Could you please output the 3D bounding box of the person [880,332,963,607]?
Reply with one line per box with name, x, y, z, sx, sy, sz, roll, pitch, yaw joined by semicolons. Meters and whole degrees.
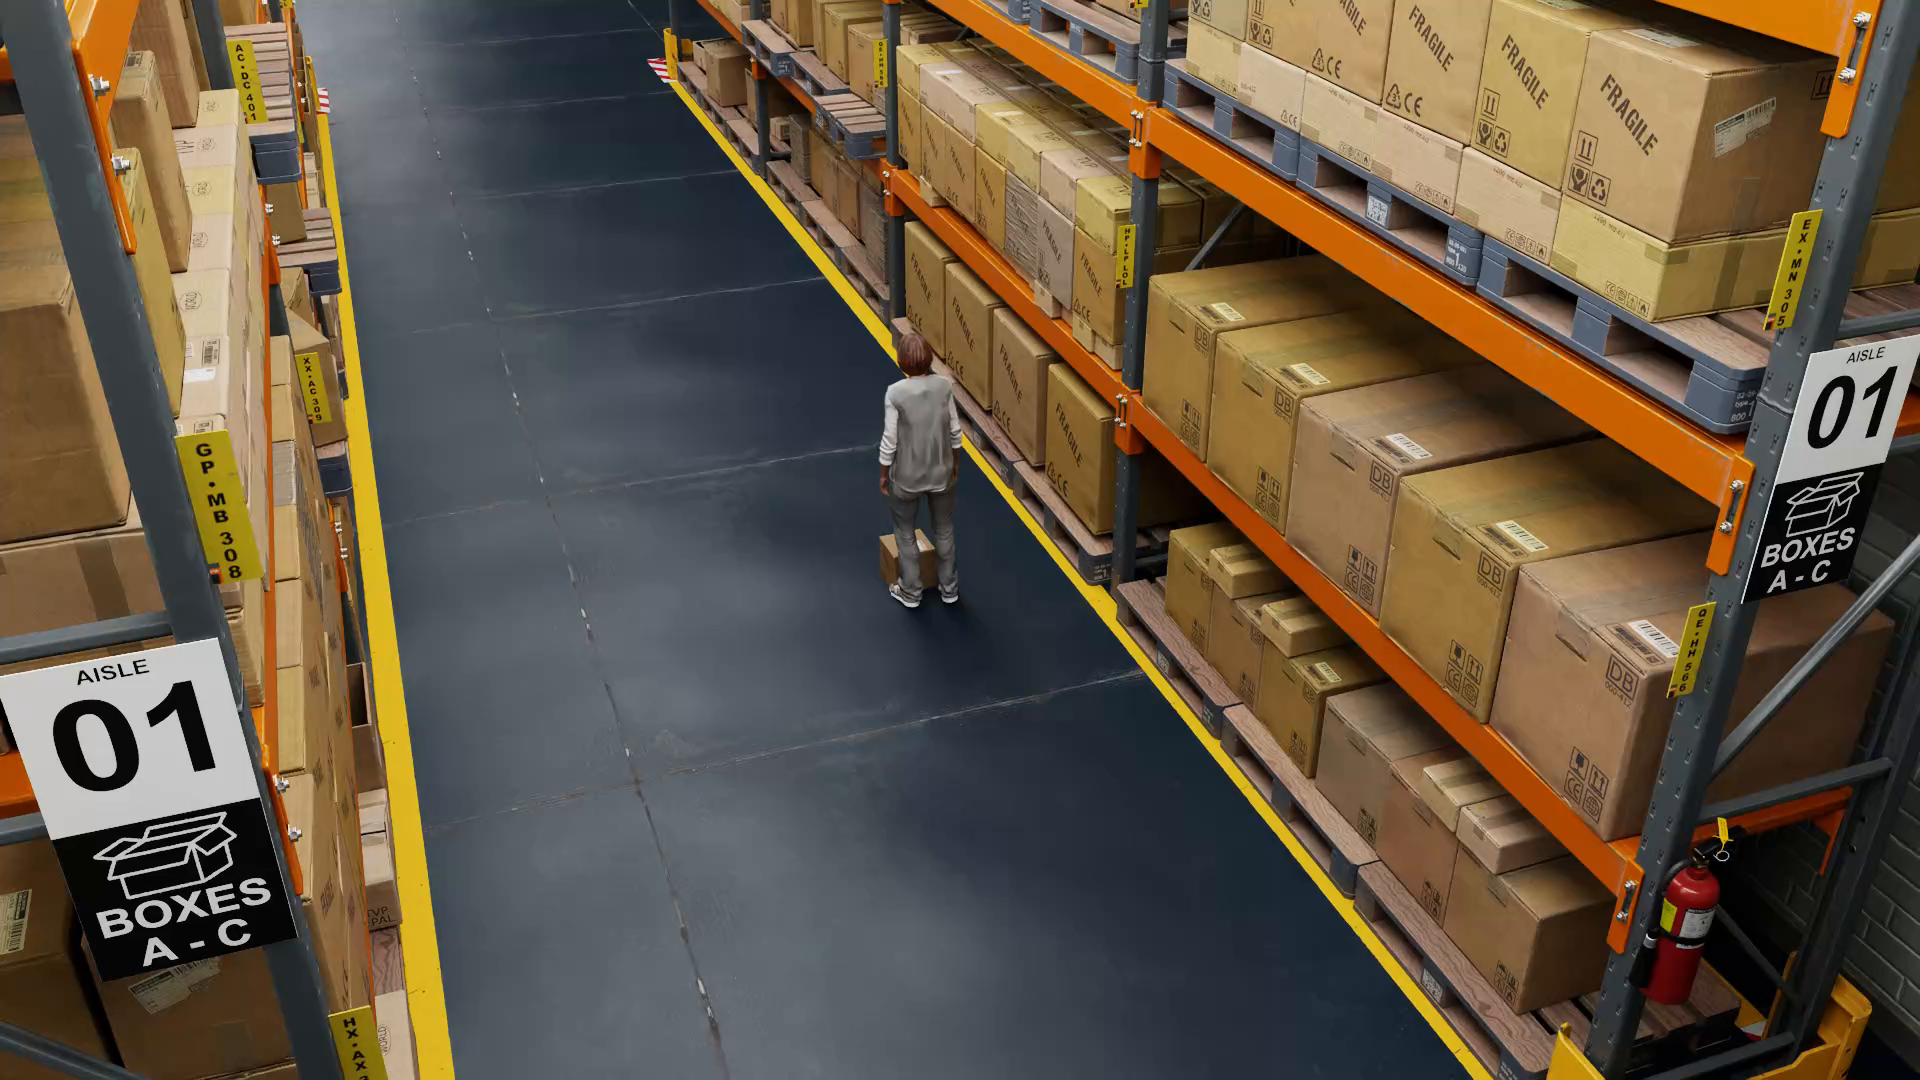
person;-0.211;-0.351;8.945;0.462;1.593;0.364;-10;32;-17
